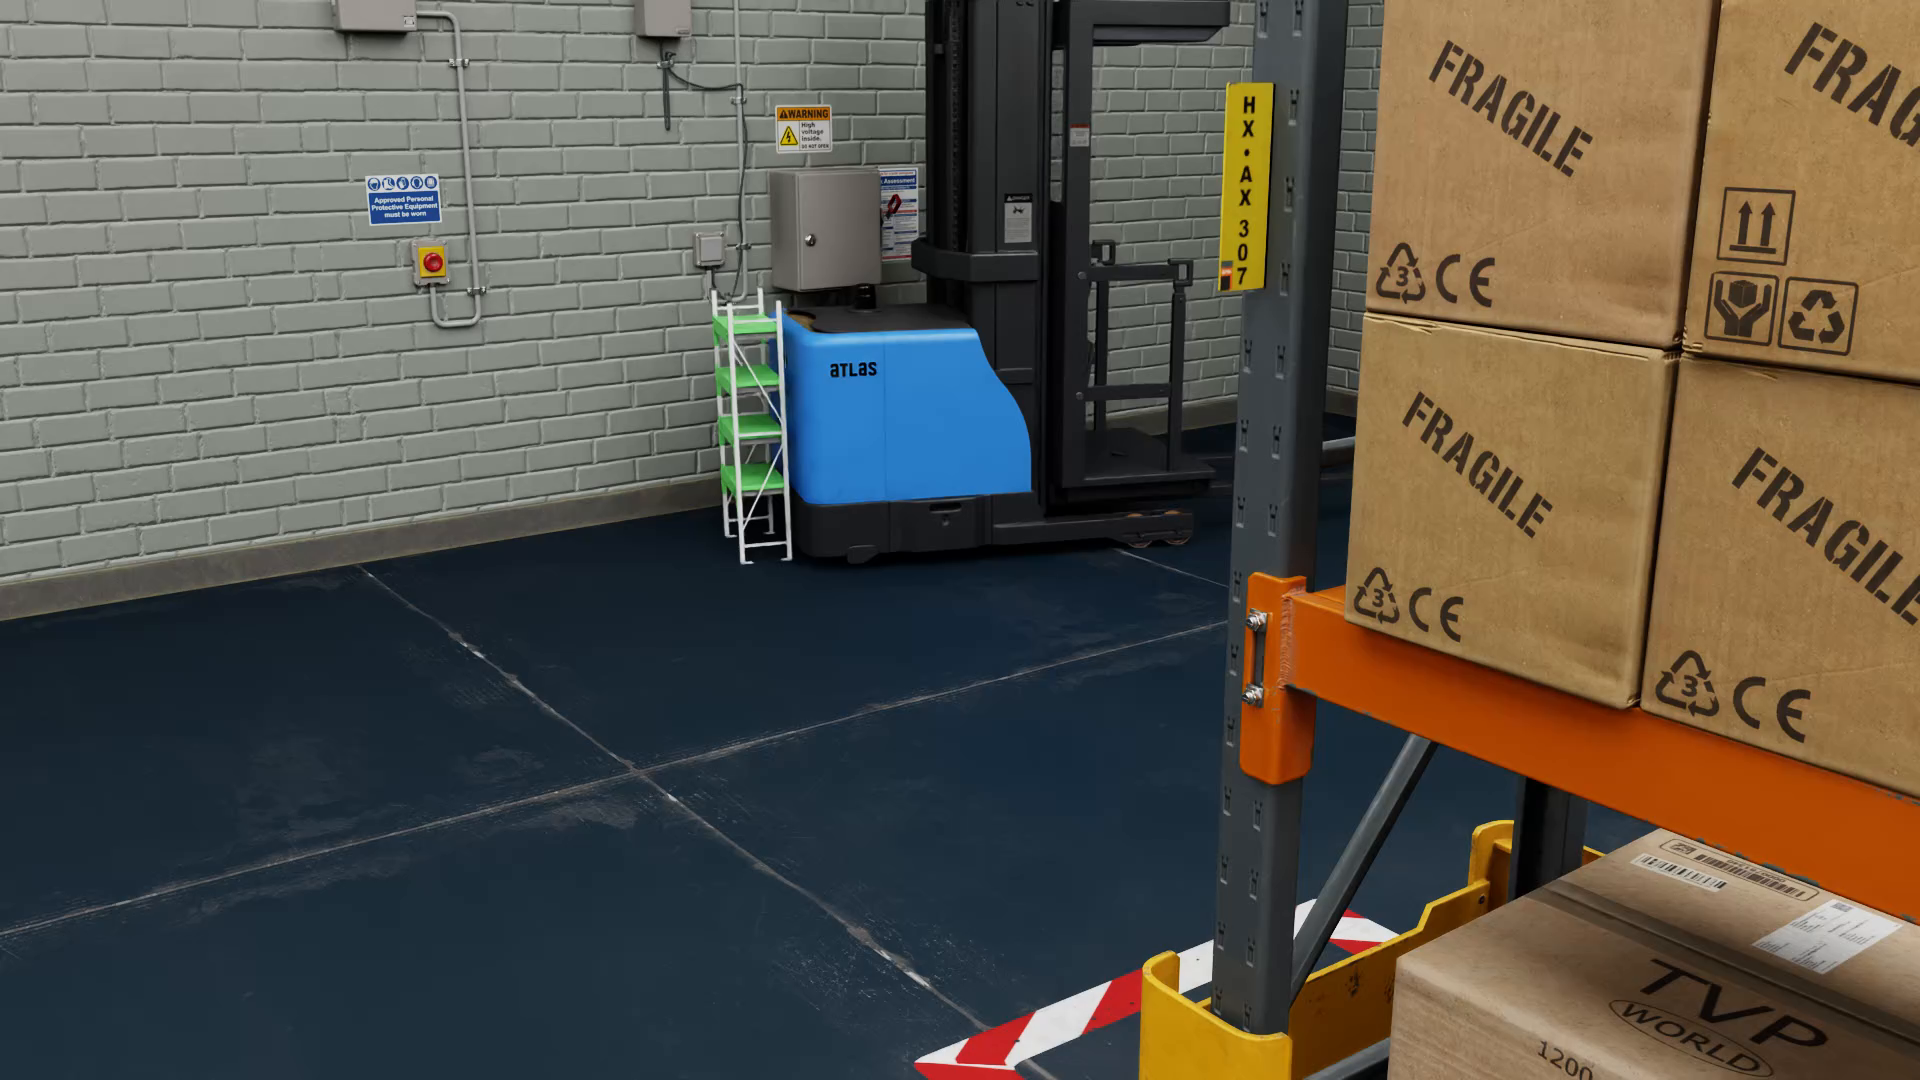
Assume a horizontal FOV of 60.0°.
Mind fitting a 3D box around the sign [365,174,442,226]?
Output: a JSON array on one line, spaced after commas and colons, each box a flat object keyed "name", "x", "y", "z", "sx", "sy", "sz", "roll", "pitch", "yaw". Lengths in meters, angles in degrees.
[{"name": "sign", "x": -2.499, "y": -1.531, "z": 7.474, "sx": 0.327, "sy": 0.218, "sz": 0.001, "roll": -11, "pitch": 19, "yaw": -35}]

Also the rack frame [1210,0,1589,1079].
[{"name": "rack frame", "x": 0.911, "y": -0.194, "z": 3.103, "sx": 1.000, "sy": 3.000, "sz": 0.127, "roll": -11, "pitch": 19, "yaw": -35}]

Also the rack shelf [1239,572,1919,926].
[{"name": "rack shelf", "x": 2.087, "y": 0.580, "z": 1.638, "sx": 1.077, "sy": 0.370, "sz": 4.000, "roll": -11, "pitch": 19, "yaw": -35}]

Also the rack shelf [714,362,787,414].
[{"name": "rack shelf", "x": -0.976, "y": -0.710, "z": 7.721, "sx": 0.258, "sy": 0.148, "sz": 0.480, "roll": -5, "pitch": 16, "yaw": -15}]

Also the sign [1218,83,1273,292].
[{"name": "sign", "x": 0.458, "y": -0.565, "z": 2.669, "sx": 0.100, "sy": 0.325, "sz": 0.005, "roll": -11, "pitch": 19, "yaw": -35}]

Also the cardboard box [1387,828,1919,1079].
[{"name": "cardboard box", "x": 1.380, "y": 0.964, "z": 2.928, "sx": 0.875, "sy": 0.438, "sz": 0.875, "roll": -12, "pitch": 19, "yaw": -36}]

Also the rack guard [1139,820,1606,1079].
[{"name": "rack guard", "x": 0.897, "y": 1.006, "z": 3.452, "sx": 1.175, "sy": 0.500, "sz": 0.348, "roll": -11, "pitch": 19, "yaw": -35}]

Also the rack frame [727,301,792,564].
[{"name": "rack frame", "x": -0.906, "y": -0.478, "z": 7.542, "sx": 0.240, "sy": 1.200, "sz": 0.015, "roll": -5, "pitch": 16, "yaw": -15}]

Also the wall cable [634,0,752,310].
[{"name": "wall cable", "x": -1.283, "y": -2.107, "z": 8.169, "sx": 0.588, "sy": 1.984, "sz": 0.122, "roll": -11, "pitch": 19, "yaw": -35}]

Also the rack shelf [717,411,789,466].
[{"name": "rack shelf", "x": -0.972, "y": -0.478, "z": 7.785, "sx": 0.258, "sy": 0.148, "sz": 0.480, "roll": -5, "pitch": 16, "yaw": -15}]

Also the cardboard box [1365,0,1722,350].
[{"name": "cardboard box", "x": 0.963, "y": -0.578, "z": 2.422, "sx": 0.500, "sy": 0.500, "sz": 0.500, "roll": -11, "pitch": 19, "yaw": -36}]

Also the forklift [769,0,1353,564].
[{"name": "forklift", "x": 0.624, "y": -1.503, "z": 8.014, "sx": 3.031, "sy": 2.935, "sz": 1.130, "roll": -4, "pitch": 16, "yaw": -15}]

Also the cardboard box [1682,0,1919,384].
[{"name": "cardboard box", "x": 1.272, "y": -0.469, "z": 2.023, "sx": 0.500, "sy": 0.500, "sz": 0.500, "roll": -11, "pitch": 19, "yaw": -36}]

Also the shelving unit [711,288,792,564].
[{"name": "shelving unit", "x": -0.973, "y": -0.540, "z": 7.768, "sx": 0.258, "sy": 1.200, "sz": 0.503, "roll": -5, "pitch": 16, "yaw": -15}]

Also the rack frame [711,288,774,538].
[{"name": "rack frame", "x": -1.041, "y": -0.602, "z": 7.994, "sx": 0.240, "sy": 1.200, "sz": 0.015, "roll": -5, "pitch": 16, "yaw": -15}]

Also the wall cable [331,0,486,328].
[{"name": "wall cable", "x": -2.424, "y": -1.900, "z": 7.351, "sx": 0.585, "sy": 1.953, "sz": 0.123, "roll": -11, "pitch": 19, "yaw": -35}]

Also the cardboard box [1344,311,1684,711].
[{"name": "cardboard box", "x": 0.961, "y": -0.095, "z": 2.553, "sx": 0.500, "sy": 0.500, "sz": 0.500, "roll": -11, "pitch": 19, "yaw": -35}]

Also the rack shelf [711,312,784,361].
[{"name": "rack shelf", "x": -0.980, "y": -0.941, "z": 7.656, "sx": 0.258, "sy": 0.148, "sz": 0.480, "roll": -5, "pitch": 16, "yaw": -15}]

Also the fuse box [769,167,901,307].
[{"name": "fuse box", "x": -0.639, "y": -1.068, "z": 8.737, "sx": 0.539, "sy": 1.711, "sz": 0.414, "roll": -11, "pitch": 19, "yaw": -35}]

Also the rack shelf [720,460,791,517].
[{"name": "rack shelf", "x": -0.969, "y": -0.247, "z": 7.849, "sx": 0.258, "sy": 0.148, "sz": 0.480, "roll": -5, "pitch": 16, "yaw": -15}]

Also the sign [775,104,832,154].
[{"name": "sign", "x": -0.805, "y": -2.123, "z": 8.588, "sx": 0.339, "sy": 0.242, "sz": 0.001, "roll": -11, "pitch": 19, "yaw": -35}]

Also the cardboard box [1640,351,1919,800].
[{"name": "cardboard box", "x": 1.281, "y": 0.008, "z": 2.174, "sx": 0.500, "sy": 0.500, "sz": 0.500, "roll": -11, "pitch": 19, "yaw": -35}]

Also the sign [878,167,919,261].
[{"name": "sign", "x": -0.361, "y": -1.765, "z": 9.021, "sx": 0.329, "sy": 0.494, "sz": 0.001, "roll": -11, "pitch": 19, "yaw": -35}]
